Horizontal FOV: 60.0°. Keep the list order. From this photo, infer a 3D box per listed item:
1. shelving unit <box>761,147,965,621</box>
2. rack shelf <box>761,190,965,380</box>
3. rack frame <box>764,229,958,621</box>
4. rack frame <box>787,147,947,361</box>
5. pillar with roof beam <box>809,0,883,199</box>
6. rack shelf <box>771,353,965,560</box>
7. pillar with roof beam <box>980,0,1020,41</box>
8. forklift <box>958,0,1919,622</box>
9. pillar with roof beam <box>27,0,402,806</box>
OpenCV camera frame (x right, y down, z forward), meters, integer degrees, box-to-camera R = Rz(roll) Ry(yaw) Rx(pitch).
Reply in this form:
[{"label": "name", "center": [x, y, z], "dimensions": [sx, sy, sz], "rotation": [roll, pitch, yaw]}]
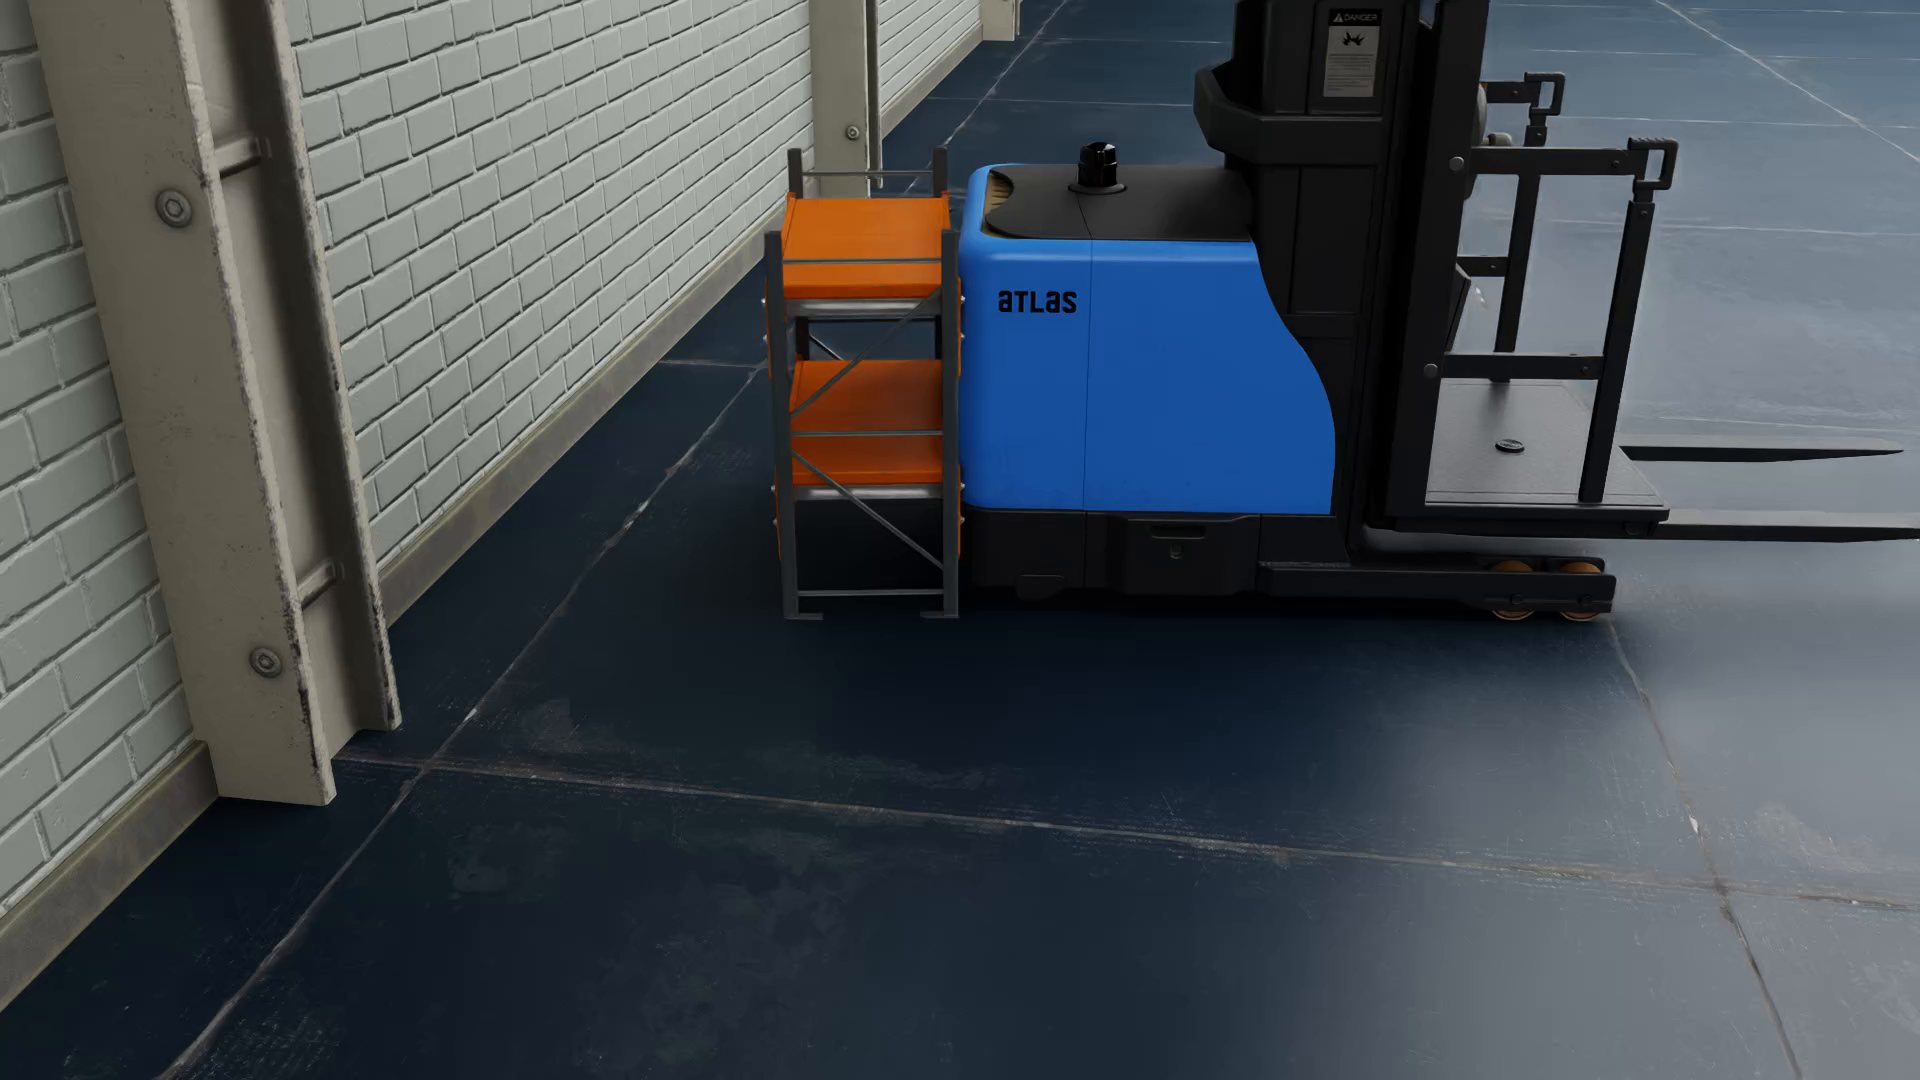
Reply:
[{"label": "shelving unit", "center": [-0.273, -0.505, 5.001], "dimensions": [0.538, 1.125, 1.048], "rotation": [-1, 25, -2]}, {"label": "rack shelf", "center": [-0.273, -0.770, 4.877], "dimensions": [0.538, 0.278, 1.000], "rotation": [-1, 25, -2]}, {"label": "rack frame", "center": [-0.255, -0.289, 4.541], "dimensions": [0.500, 1.125, 0.032], "rotation": [-1, 25, -2]}, {"label": "rack frame", "center": [-0.291, -0.720, 5.462], "dimensions": [0.500, 1.125, 0.032], "rotation": [-1, 25, -2]}, {"label": "pillar with roof beam", "center": [3.616, -5.754, 6.928], "dimensions": [9.100, 9.000, 0.400], "rotation": [4, 25, 9]}, {"label": "rack shelf", "center": [-0.273, -0.283, 5.105], "dimensions": [0.538, 0.278, 1.000], "rotation": [-1, 25, -2]}, {"label": "pillar with roof beam", "center": [4.596, -8.264, 12.289], "dimensions": [9.100, 9.000, 0.400], "rotation": [4, 25, 9]}, {"label": "forklift", "center": [1.512, -1.325, 4.624], "dimensions": [3.031, 2.935, 1.130], "rotation": [1, 25, 2]}, {"label": "pillar with roof beam", "center": [2.635, -3.245, 1.567], "dimensions": [9.100, 9.000, 0.400], "rotation": [4, 25, 9]}]
